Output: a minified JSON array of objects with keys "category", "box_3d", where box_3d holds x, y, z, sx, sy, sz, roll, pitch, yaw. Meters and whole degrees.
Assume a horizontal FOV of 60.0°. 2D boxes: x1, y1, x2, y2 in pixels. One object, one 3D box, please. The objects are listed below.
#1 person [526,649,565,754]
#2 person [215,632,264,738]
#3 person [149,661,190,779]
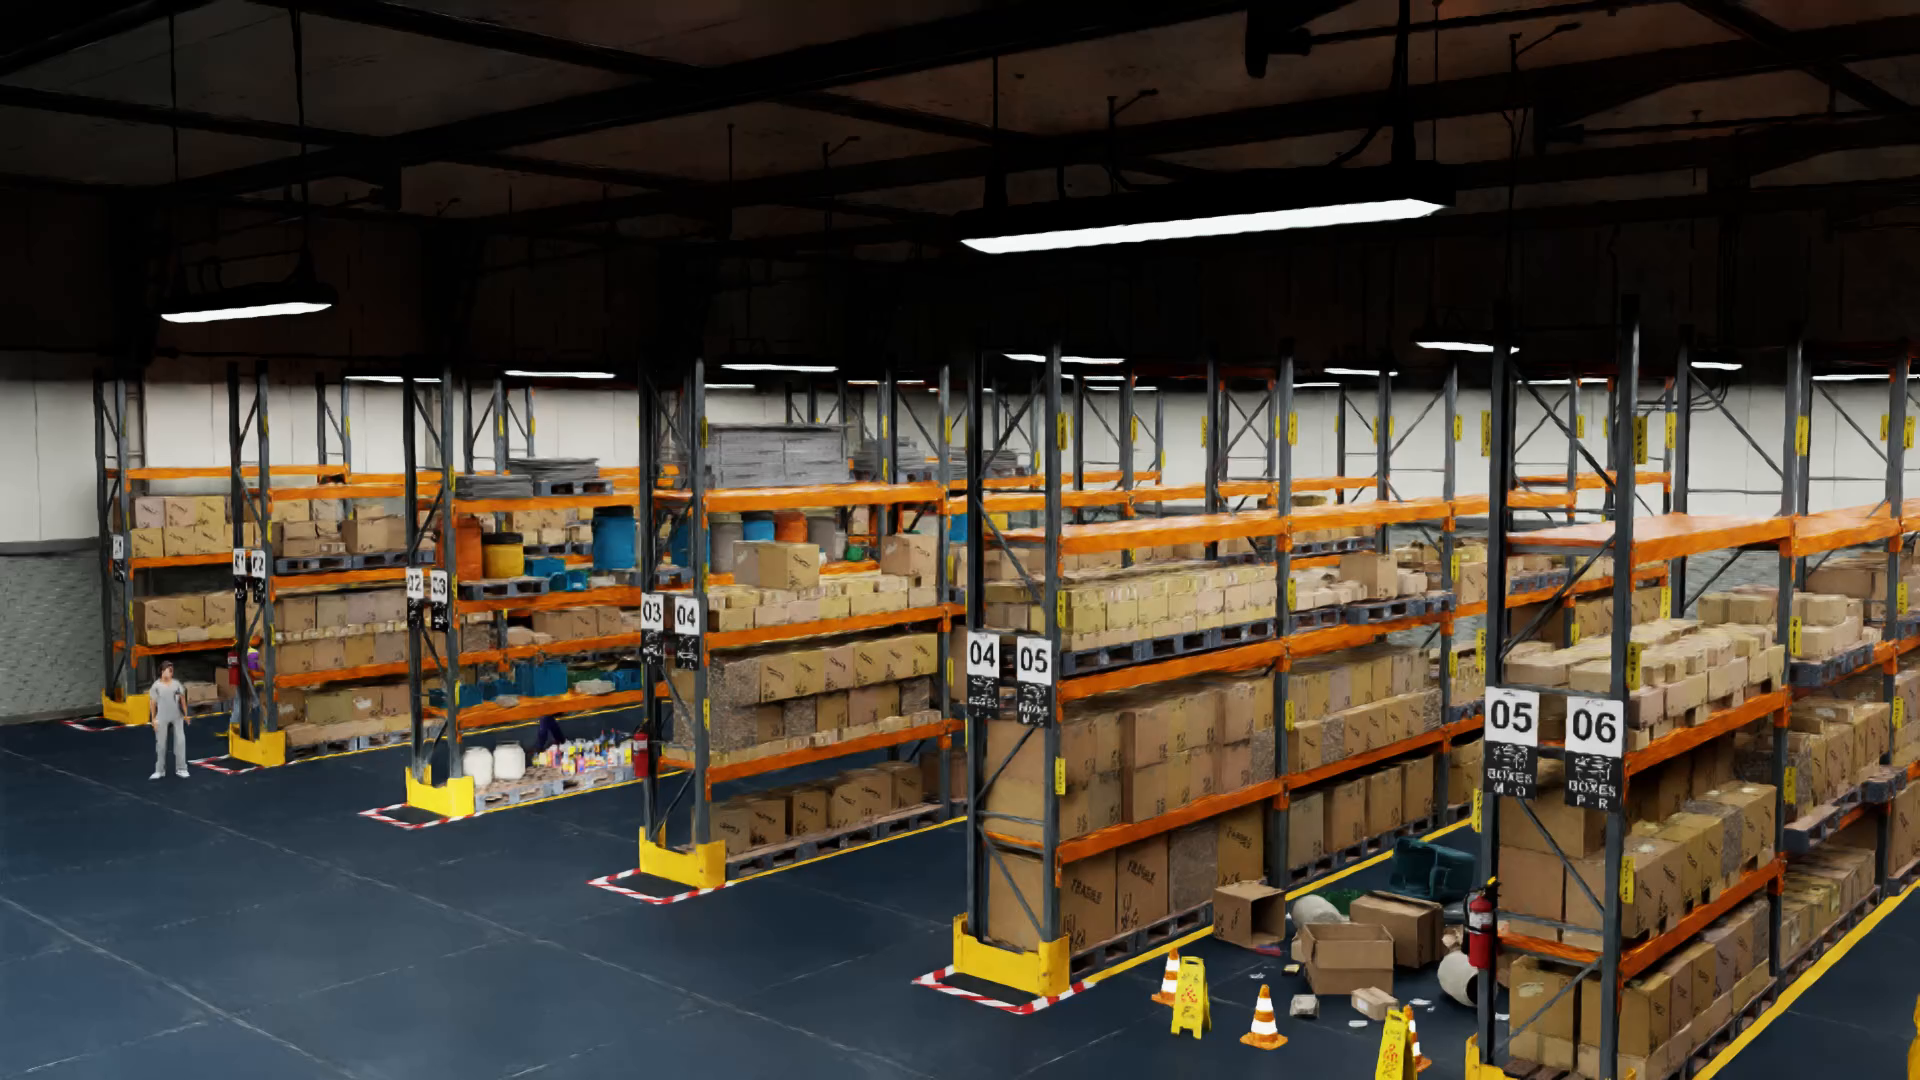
[{"category":"person","box_3d":[-6.453,2.467,25.716,0.472,1.571,0.992,3,5,33]},{"category":"person","box_3d":[-11.490,2.333,26.879,0.589,1.716,1.029,4,5,40]},{"category":"person","box_3d":[-11.323,2.563,23.801,0.547,1.677,0.396,-3,5,-36]}]
